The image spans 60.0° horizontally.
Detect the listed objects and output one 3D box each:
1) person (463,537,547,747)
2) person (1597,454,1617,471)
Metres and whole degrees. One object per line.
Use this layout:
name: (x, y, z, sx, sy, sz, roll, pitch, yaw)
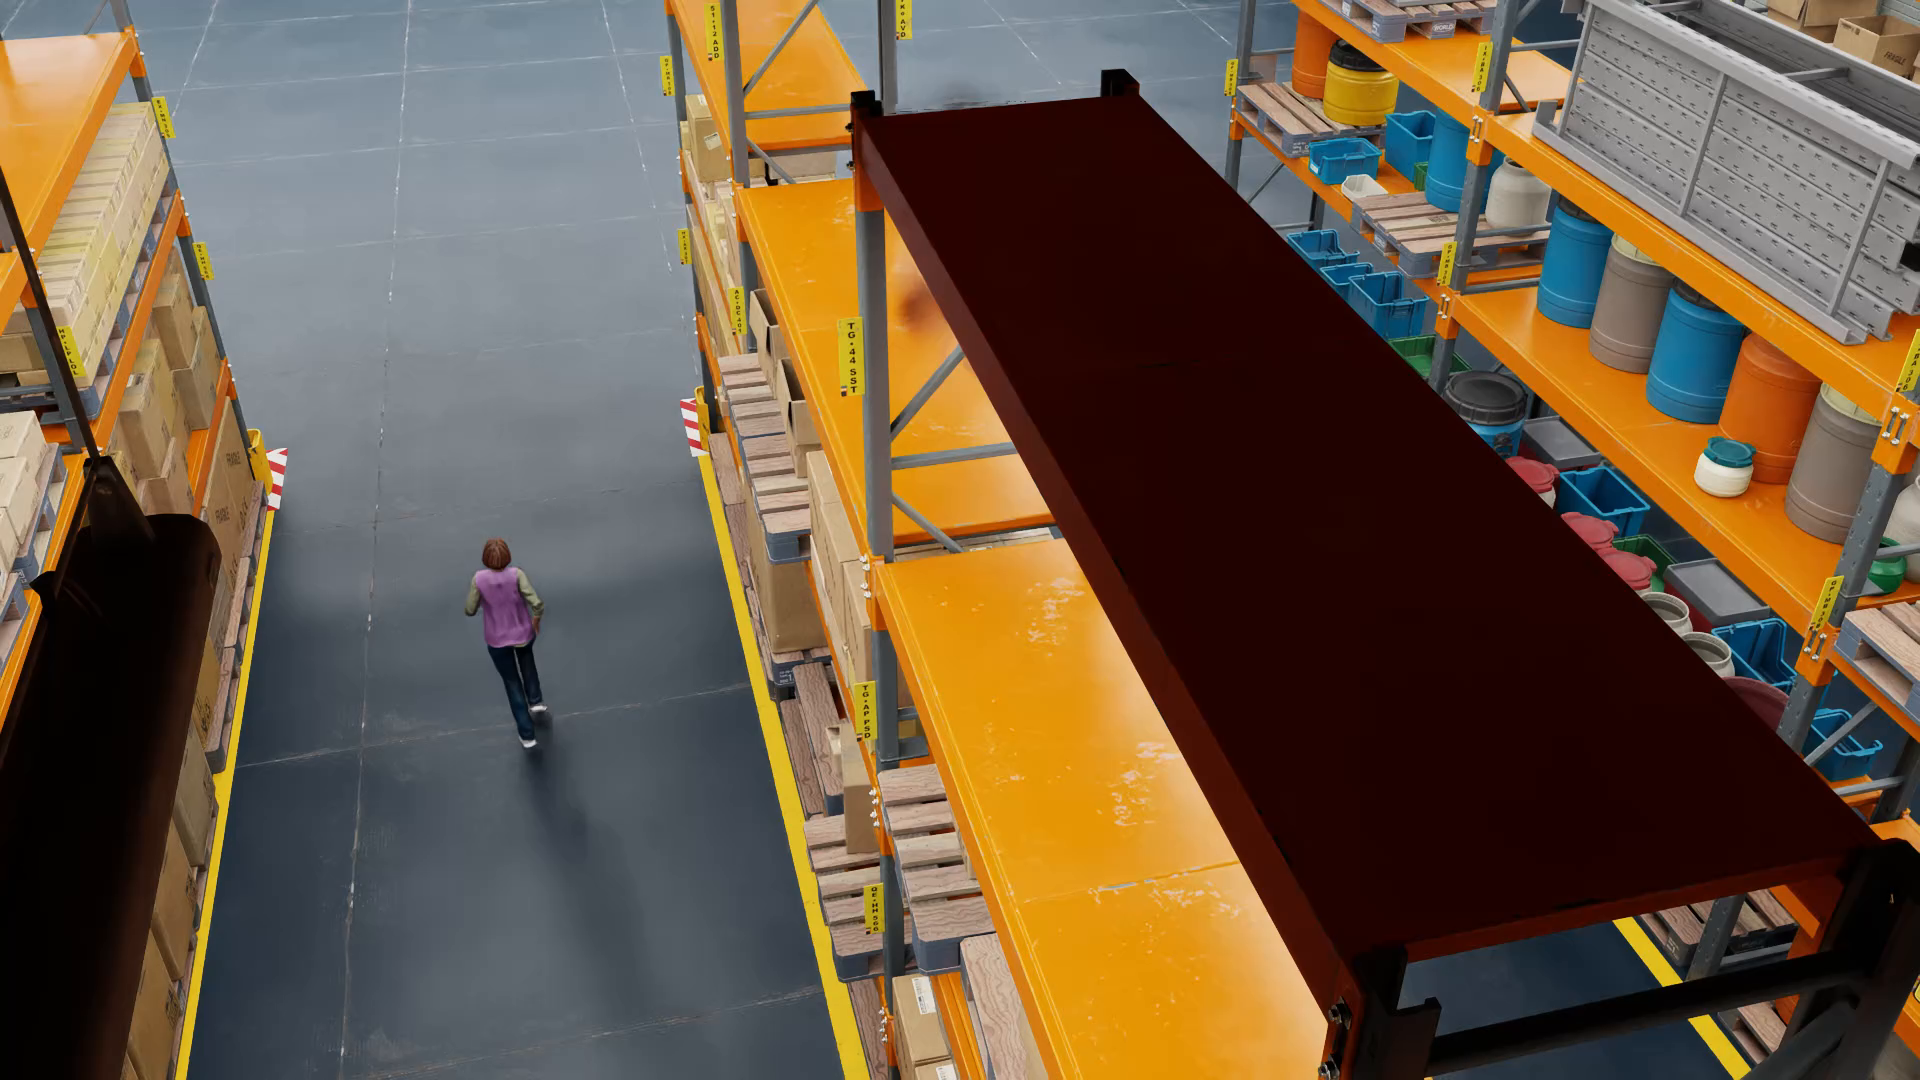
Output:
person: (-3.148, 0.716, 11.637, 0.528, 1.635, 0.719, -13, 36, -18)
person: (5.551, -1.255, 14.379, 0.688, 1.723, 0.589, -21, 40, -28)
